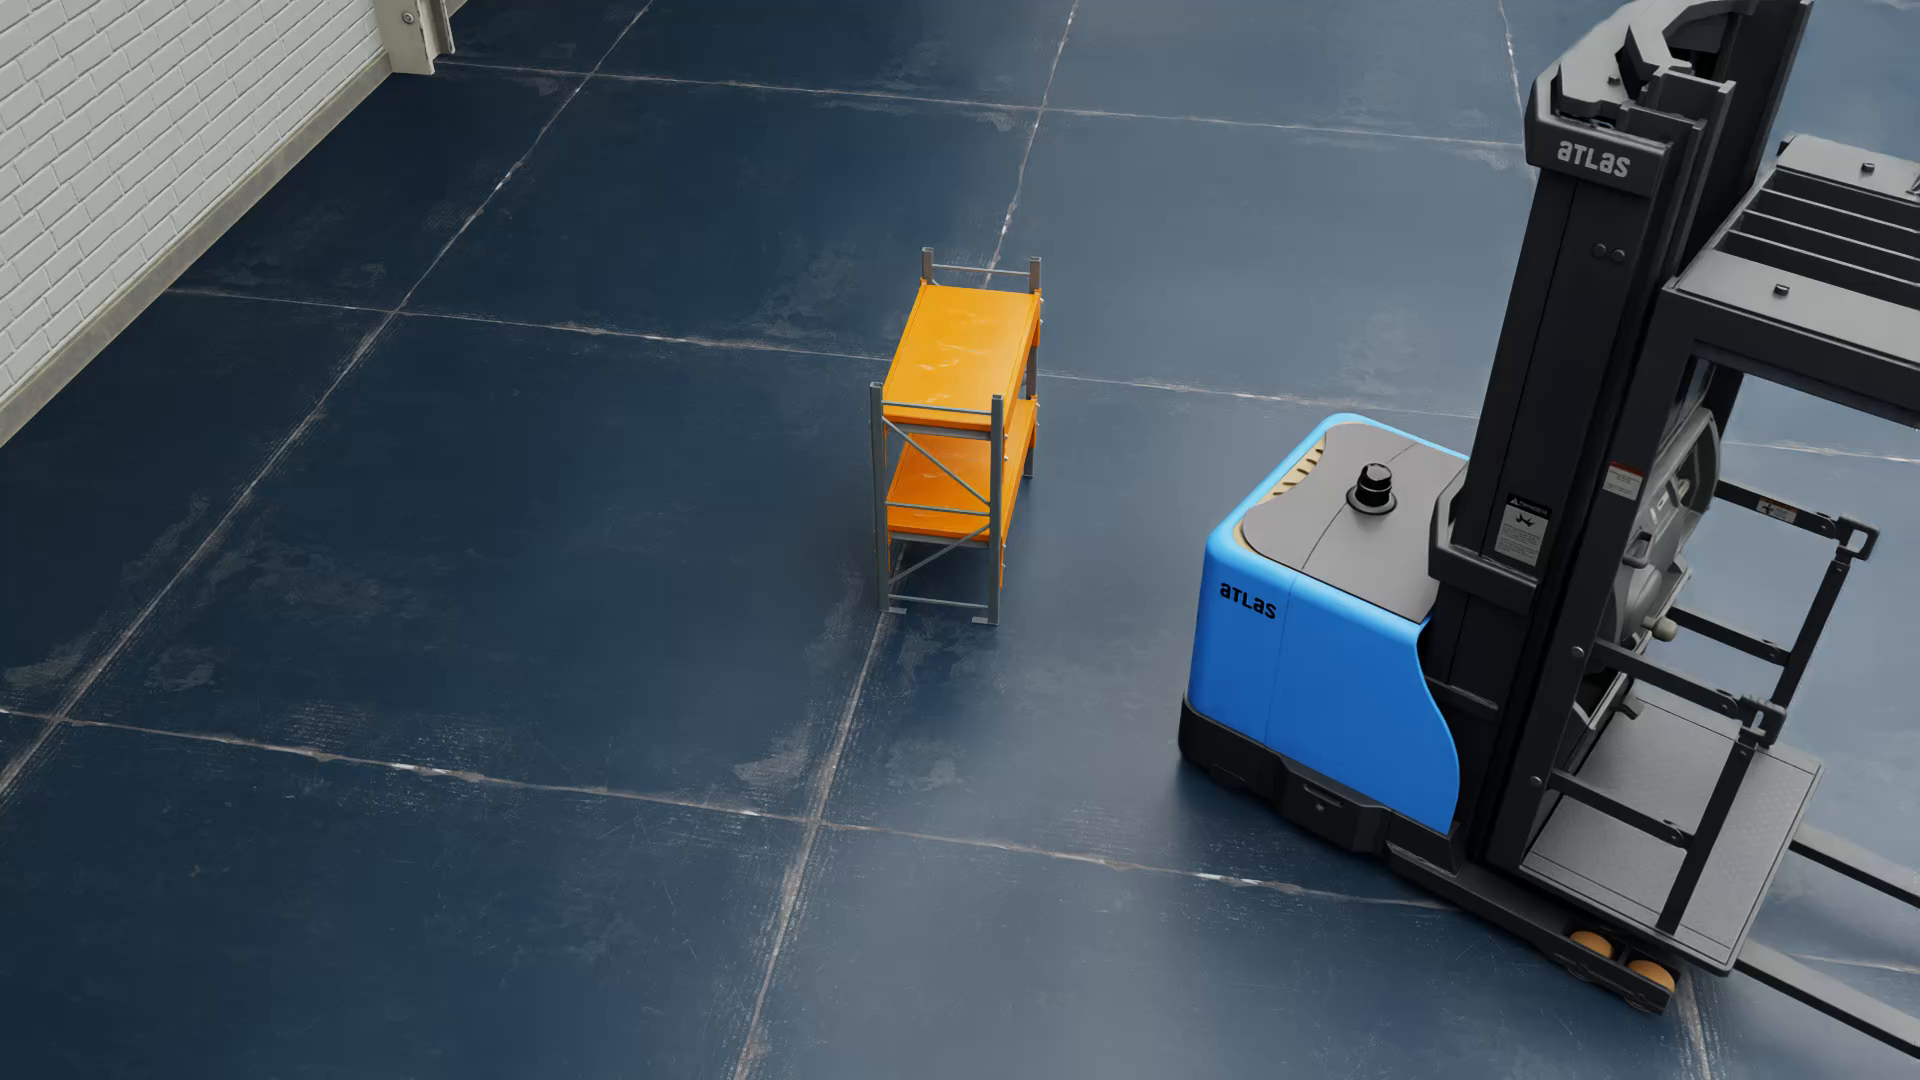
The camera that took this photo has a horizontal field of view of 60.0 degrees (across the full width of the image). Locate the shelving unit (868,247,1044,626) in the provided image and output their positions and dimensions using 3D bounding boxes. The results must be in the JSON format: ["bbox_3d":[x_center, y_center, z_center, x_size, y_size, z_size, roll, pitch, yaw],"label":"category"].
[{"bbox_3d":[0.001,-0.438,6.897,0.538,1.125,1.048,6,40,8],"label":"shelving unit"}]

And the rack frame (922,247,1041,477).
[{"bbox_3d":[0.089,-0.757,7.283,0.500,1.125,0.032,6,40,8],"label":"rack frame"}]

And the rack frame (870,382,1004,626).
[{"bbox_3d":[-0.087,-0.119,6.511,0.500,1.125,0.032,6,40,8],"label":"rack frame"}]

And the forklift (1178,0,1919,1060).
[{"bbox_3d":[2.298,0.012,4.935,3.031,2.935,1.130,26,46,28],"label":"forklift"}]

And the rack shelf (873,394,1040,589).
[{"bbox_3d":[0.001,-0.249,7.053,0.538,0.278,1.000,6,40,8],"label":"rack shelf"}]

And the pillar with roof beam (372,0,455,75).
[{"bbox_3d":[0.640,-6.199,7.686,9.100,9.000,0.400,6,40,8],"label":"pillar with roof beam"}]

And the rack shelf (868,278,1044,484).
[{"bbox_3d":[0.001,-0.663,6.710,0.538,0.278,1.000,6,40,8],"label":"rack shelf"}]
